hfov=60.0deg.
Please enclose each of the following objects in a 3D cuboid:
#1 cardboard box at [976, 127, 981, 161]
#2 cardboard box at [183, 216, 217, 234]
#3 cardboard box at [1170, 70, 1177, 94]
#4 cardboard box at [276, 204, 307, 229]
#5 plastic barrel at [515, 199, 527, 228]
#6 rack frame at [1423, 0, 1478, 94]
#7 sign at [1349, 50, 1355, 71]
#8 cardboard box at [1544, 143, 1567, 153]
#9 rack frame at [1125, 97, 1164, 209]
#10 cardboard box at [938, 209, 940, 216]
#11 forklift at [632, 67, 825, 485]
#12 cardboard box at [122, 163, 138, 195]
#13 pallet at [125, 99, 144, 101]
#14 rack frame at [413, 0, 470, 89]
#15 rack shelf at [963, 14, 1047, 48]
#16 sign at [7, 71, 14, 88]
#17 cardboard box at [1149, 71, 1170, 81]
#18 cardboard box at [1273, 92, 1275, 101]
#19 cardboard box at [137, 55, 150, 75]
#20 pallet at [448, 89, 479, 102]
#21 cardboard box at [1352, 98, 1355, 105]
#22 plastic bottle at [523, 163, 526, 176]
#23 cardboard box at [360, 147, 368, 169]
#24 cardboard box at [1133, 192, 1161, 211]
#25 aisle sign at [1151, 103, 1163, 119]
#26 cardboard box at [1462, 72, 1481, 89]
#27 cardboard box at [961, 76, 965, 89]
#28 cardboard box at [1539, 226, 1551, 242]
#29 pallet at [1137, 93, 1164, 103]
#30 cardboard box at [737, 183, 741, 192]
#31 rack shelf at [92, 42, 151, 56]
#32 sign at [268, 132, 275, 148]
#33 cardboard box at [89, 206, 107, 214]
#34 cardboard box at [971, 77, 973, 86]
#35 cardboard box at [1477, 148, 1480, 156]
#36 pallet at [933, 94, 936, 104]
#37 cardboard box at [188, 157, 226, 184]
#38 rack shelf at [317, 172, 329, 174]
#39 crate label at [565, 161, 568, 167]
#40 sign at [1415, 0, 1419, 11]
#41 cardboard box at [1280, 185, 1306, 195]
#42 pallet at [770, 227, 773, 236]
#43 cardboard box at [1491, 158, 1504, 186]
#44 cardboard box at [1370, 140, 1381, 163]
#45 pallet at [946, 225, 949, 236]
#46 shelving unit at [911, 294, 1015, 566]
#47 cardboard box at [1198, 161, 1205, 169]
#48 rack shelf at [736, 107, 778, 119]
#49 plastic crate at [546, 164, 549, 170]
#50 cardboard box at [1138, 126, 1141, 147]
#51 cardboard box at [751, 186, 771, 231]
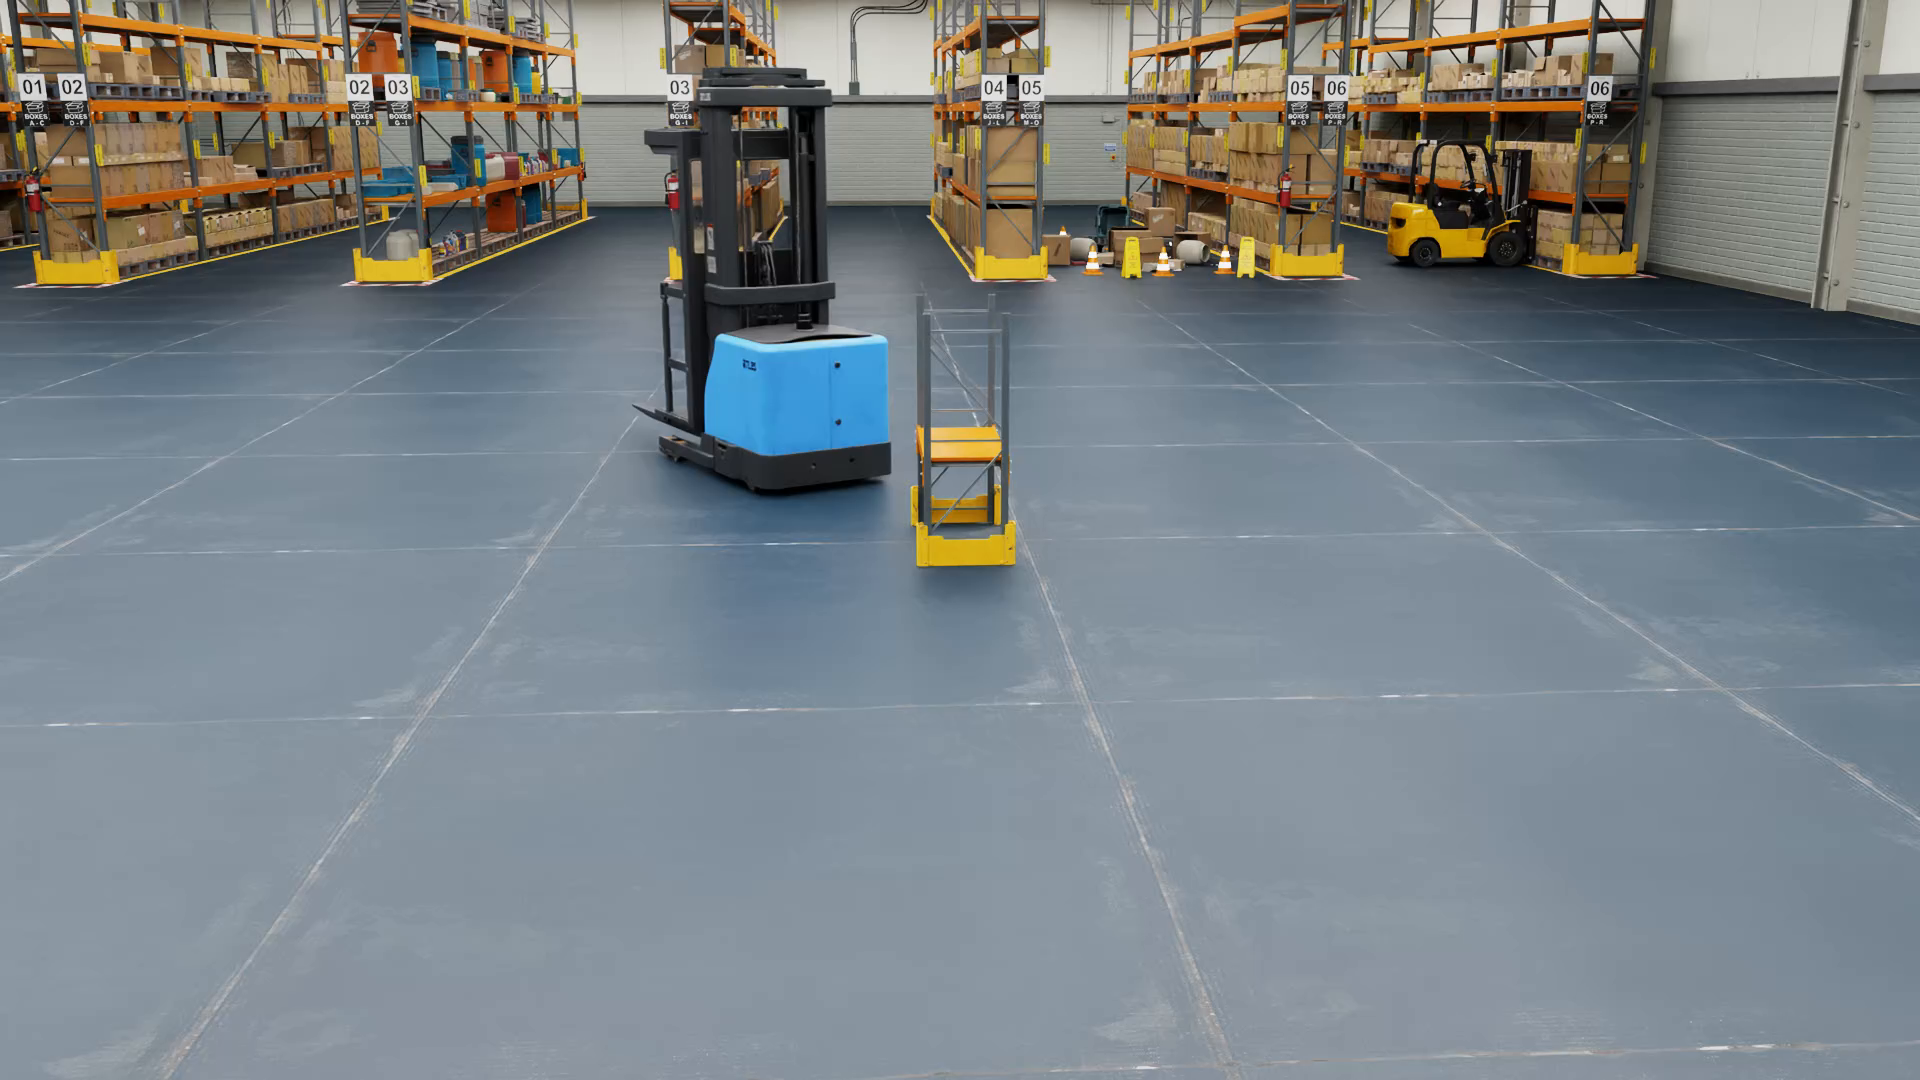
[{"bbox_3d":[0.725,-6.578,27.603,0.875,0.550,0.550,-1,14,-3],"label":"cardboard box"},{"bbox_3d":[-14.033,-5.795,30.580,0.500,0.311,0.500,-1,14,-3],"label":"cardboard box"},{"bbox_3d":[4.876,-9.983,36.244,0.500,0.500,0.500,-1,14,-3],"label":"cardboard box"},{"bbox_3d":[-14.311,-6.915,35.516,0.500,0.500,0.500,-1,14,-4],"label":"cardboard box"},{"bbox_3d":[-9.677,-7.053,35.916,0.600,0.588,0.708,-1,14,-3],"label":"plastic barrel"},{"bbox_3d":[10.228,-10.828,34.551,1.000,3.000,0.127,-1,14,-3],"label":"rack frame"},{"bbox_3d":[6.312,-7.740,26.814,0.100,0.325,0.005,-1,14,-3],"label":"sign"},{"bbox_3d":[10.334,-6.777,28.747,0.380,0.149,0.250,-1,14,-2],"label":"cardboard box"},{"bbox_3d":[4.779,-9.835,42.729,1.000,3.000,0.127,-1,14,-3],"label":"rack frame"},{"bbox_3d":[-0.336,-7.911,40.130,0.380,0.149,0.250,-1,14,-4],"label":"cardboard box"},{"bbox_3d":[-1.699,-2.082,12.736,1.121,2.935,3.031,-9,17,-31],"label":"forklift"},{"bbox_3d":[-14.087,-5.969,27.506,0.700,0.500,0.500,-1,14,-3],"label":"cardboard box"},{"bbox_3d":[-19.809,-10.373,38.982,1.003,0.211,1.213,-1,14,-3],"label":"pallet"},{"bbox_3d":[-9.312,-9.526,29.491,1.000,3.000,0.127,-1,14,-3],"label":"rack frame"},{"bbox_3d":[0.712,-8.614,28.194,1.077,0.370,4.000,-1,14,-3],"label":"rack shelf"},{"bbox_3d":[-18.906,-9.173,33.103,0.100,0.325,0.005,-1,14,-3],"label":"sign"},{"bbox_3d":[4.911,-10.929,39.713,0.797,0.503,0.637,0,14,1],"label":"cardboard box"},{"bbox_3d":[5.438,-7.399,27.747,0.380,0.149,0.250,0,14,-2],"label":"cardboard box"},{"bbox_3d":[-14.488,-8.188,28.986,0.500,0.500,0.500,0,14,1],"label":"cardboard box"},{"bbox_3d":[-9.170,-7.804,29.197,1.213,0.211,1.003,-1,14,-3],"label":"pallet"},{"bbox_3d":[9.633,-10.522,39.886,0.380,0.149,0.250,-1,14,-4],"label":"cardboard box"},{"bbox_3d":[-9.270,-7.878,35.360,0.061,0.283,0.133,-1,14,-3],"label":"plastic bottle"},{"bbox_3d":[-14.639,-9.218,40.131,0.500,0.500,0.500,-1,14,-3],"label":"cardboard box"},{"bbox_3d":[4.919,-8.634,42.364,0.875,0.438,0.875,-1,14,-5],"label":"cardboard box"},{"bbox_3d":[5.084,-11.116,42.494,0.394,0.787,0.004,-1,14,-3],"label":"aisle sign"},{"bbox_3d":[10.140,-8.956,32.431,0.500,0.311,0.500,-1,14,-5],"label":"cardboard box"},{"bbox_3d":[0.292,-8.684,31.496,0.500,0.250,0.500,-1,14,-4],"label":"cardboard box"},{"bbox_3d":[10.361,-5.288,28.730,0.500,0.250,0.500,-1,14,-4],"label":"cardboard box"},{"bbox_3d":[4.914,-10.756,40.468,1.003,0.211,1.213,-1,14,-3],"label":"pallet"},{"bbox_3d":[-3.897,-6.030,28.446,0.380,0.149,0.250,-1,14,-3],"label":"cardboard box"},{"bbox_3d":[-19.820,-11.318,38.702,1.077,0.370,4.000,-1,14,-3],"label":"rack shelf"},{"bbox_3d":[-13.950,-8.110,33.703,0.100,0.325,0.005,-1,14,-3],"label":"sign"},{"bbox_3d":[-19.526,-7.460,36.972,0.750,0.750,0.750,-1,14,-3],"label":"cardboard box"},{"bbox_3d":[0.383,-7.793,28.237,0.380,0.149,0.250,-1,14,-3],"label":"cardboard box"},{"bbox_3d":[10.237,-7.497,32.143,0.380,0.149,0.250,-1,14,-3],"label":"cardboard box"},{"bbox_3d":[0.024,-9.945,37.515,1.213,0.211,1.003,-1,14,-3],"label":"pallet"},{"bbox_3d":[-14.351,-7.040,31.669,0.500,0.500,0.500,-1,14,-3],"label":"cardboard box"},{"bbox_3d":[-14.628,-7.784,35.810,0.919,0.124,3.809,-1,14,-3],"label":"rack shelf"},{"bbox_3d":[-9.779,-9.165,40.537,0.396,0.136,0.243,-1,14,-3],"label":"crate label"},{"bbox_3d":[10.534,-12.362,38.320,0.100,0.325,0.005,-1,14,-3],"label":"sign"},{"bbox_3d":[5.533,-5.823,27.644,0.380,0.149,0.250,0,14,-2],"label":"cardboard box"},{"bbox_3d":[-4.663,-6.841,36.692,1.003,0.211,1.213,-1,14,-3],"label":"pallet"},{"bbox_3d":[10.243,-6.862,30.975,0.500,0.500,0.500,-1,14,-5],"label":"cardboard box"},{"bbox_3d":[9.819,-8.917,38.118,0.700,0.500,0.500,-1,14,-3],"label":"cardboard box"},{"bbox_3d":[0.221,-6.890,36.881,1.003,0.211,1.213,-1,14,-3],"label":"pallet"},{"bbox_3d":[0.005,-0.707,10.266,0.587,1.500,1.083,-1,14,-3],"label":"shelving unit"},{"bbox_3d":[5.060,-7.635,33.841,0.380,0.149,0.250,-1,14,-3],"label":"cardboard box"},{"bbox_3d":[-4.988,-10.288,39.917,1.077,0.370,4.000,-1,14,-3],"label":"rack shelf"},{"bbox_3d":[-9.694,-8.630,38.455,0.396,0.136,0.243,-1,14,-3],"label":"plastic crate"},{"bbox_3d":[4.635,-9.863,40.633,0.500,0.500,0.500,-1,14,-3],"label":"cardboard box"},{"bbox_3d":[-4.639,-7.038,35.283,1.225,0.875,0.875,-2,15,-6],"label":"cardboard box"}]
